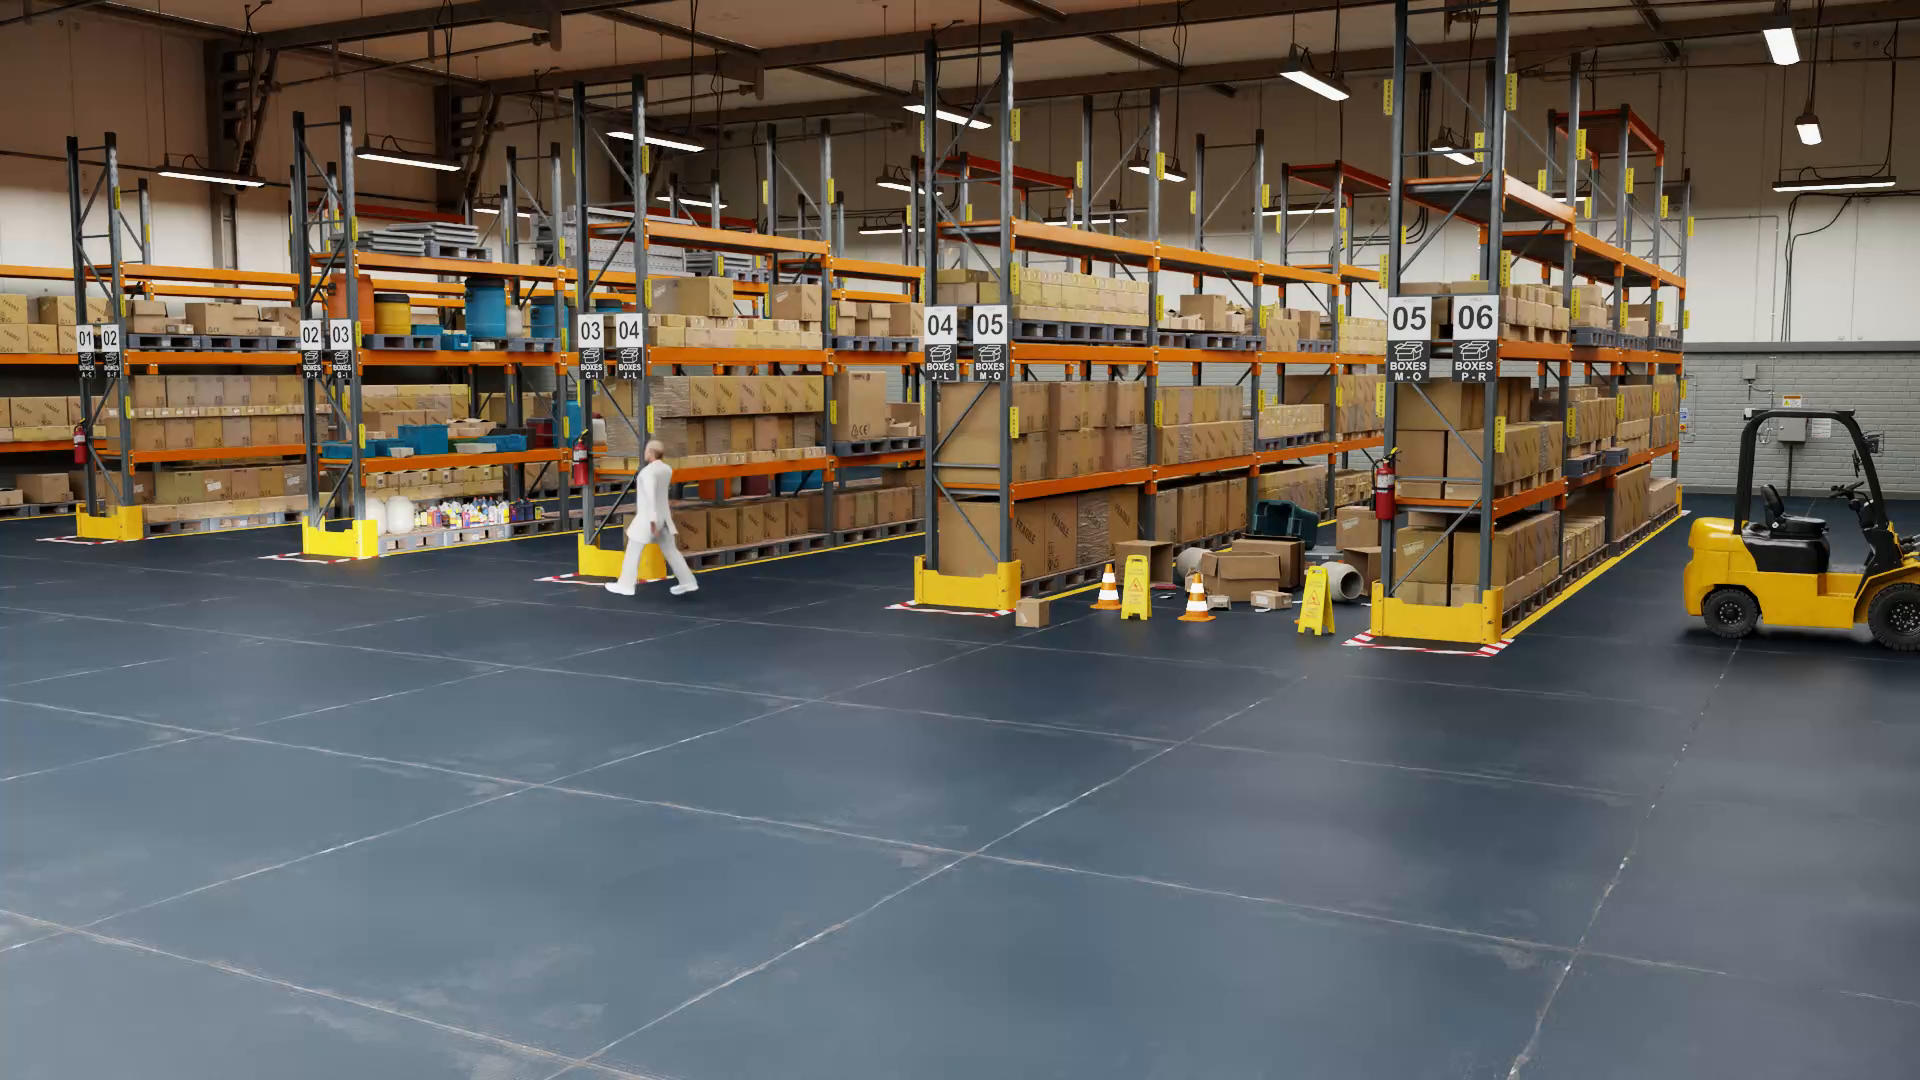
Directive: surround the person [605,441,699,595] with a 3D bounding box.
[{"bbox_3d":[-3.422,-0.241,18.428,1.147,1.725,0.564,3,7,28],"label":"person"}]
